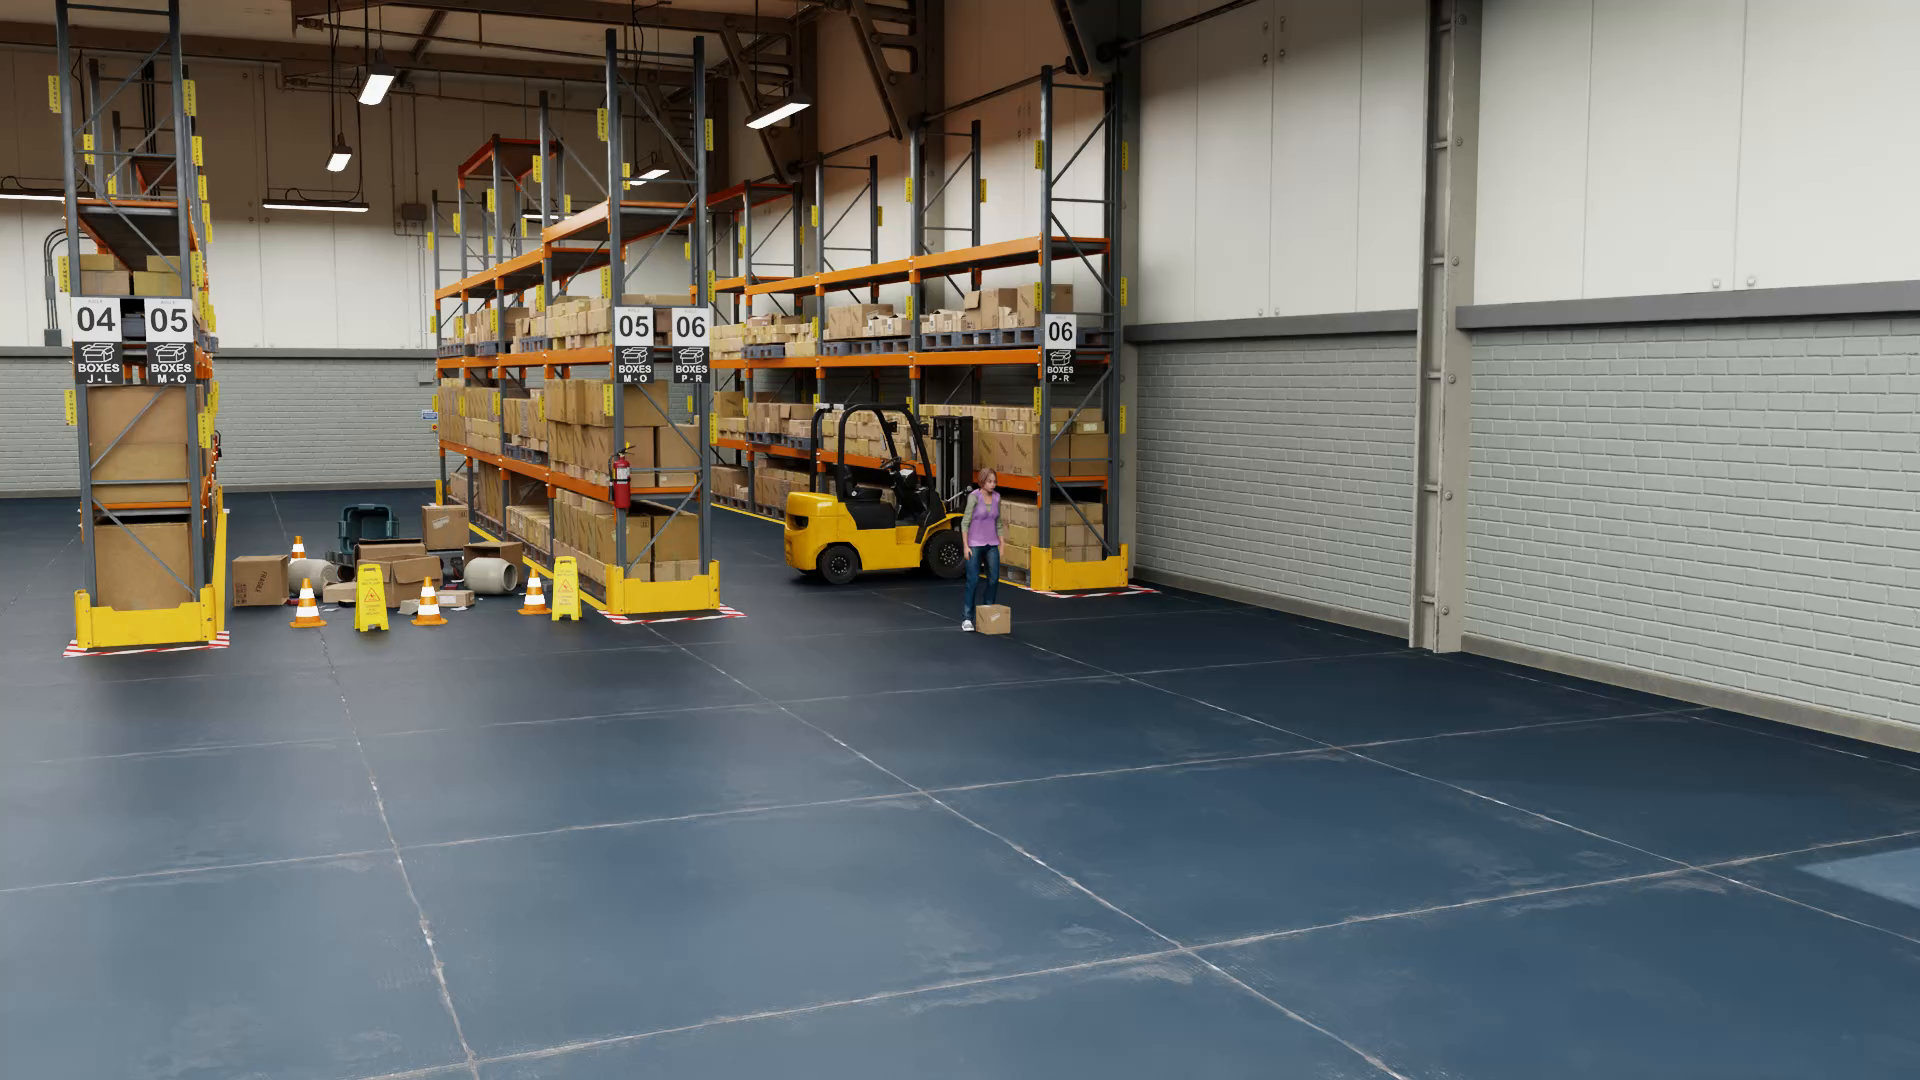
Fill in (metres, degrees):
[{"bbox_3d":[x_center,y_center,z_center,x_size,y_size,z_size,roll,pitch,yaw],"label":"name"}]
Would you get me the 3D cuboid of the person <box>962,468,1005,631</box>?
[{"bbox_3d":[0.221,0.085,16.349,0.478,1.593,0.348,-3,6,-27],"label":"person"}]
